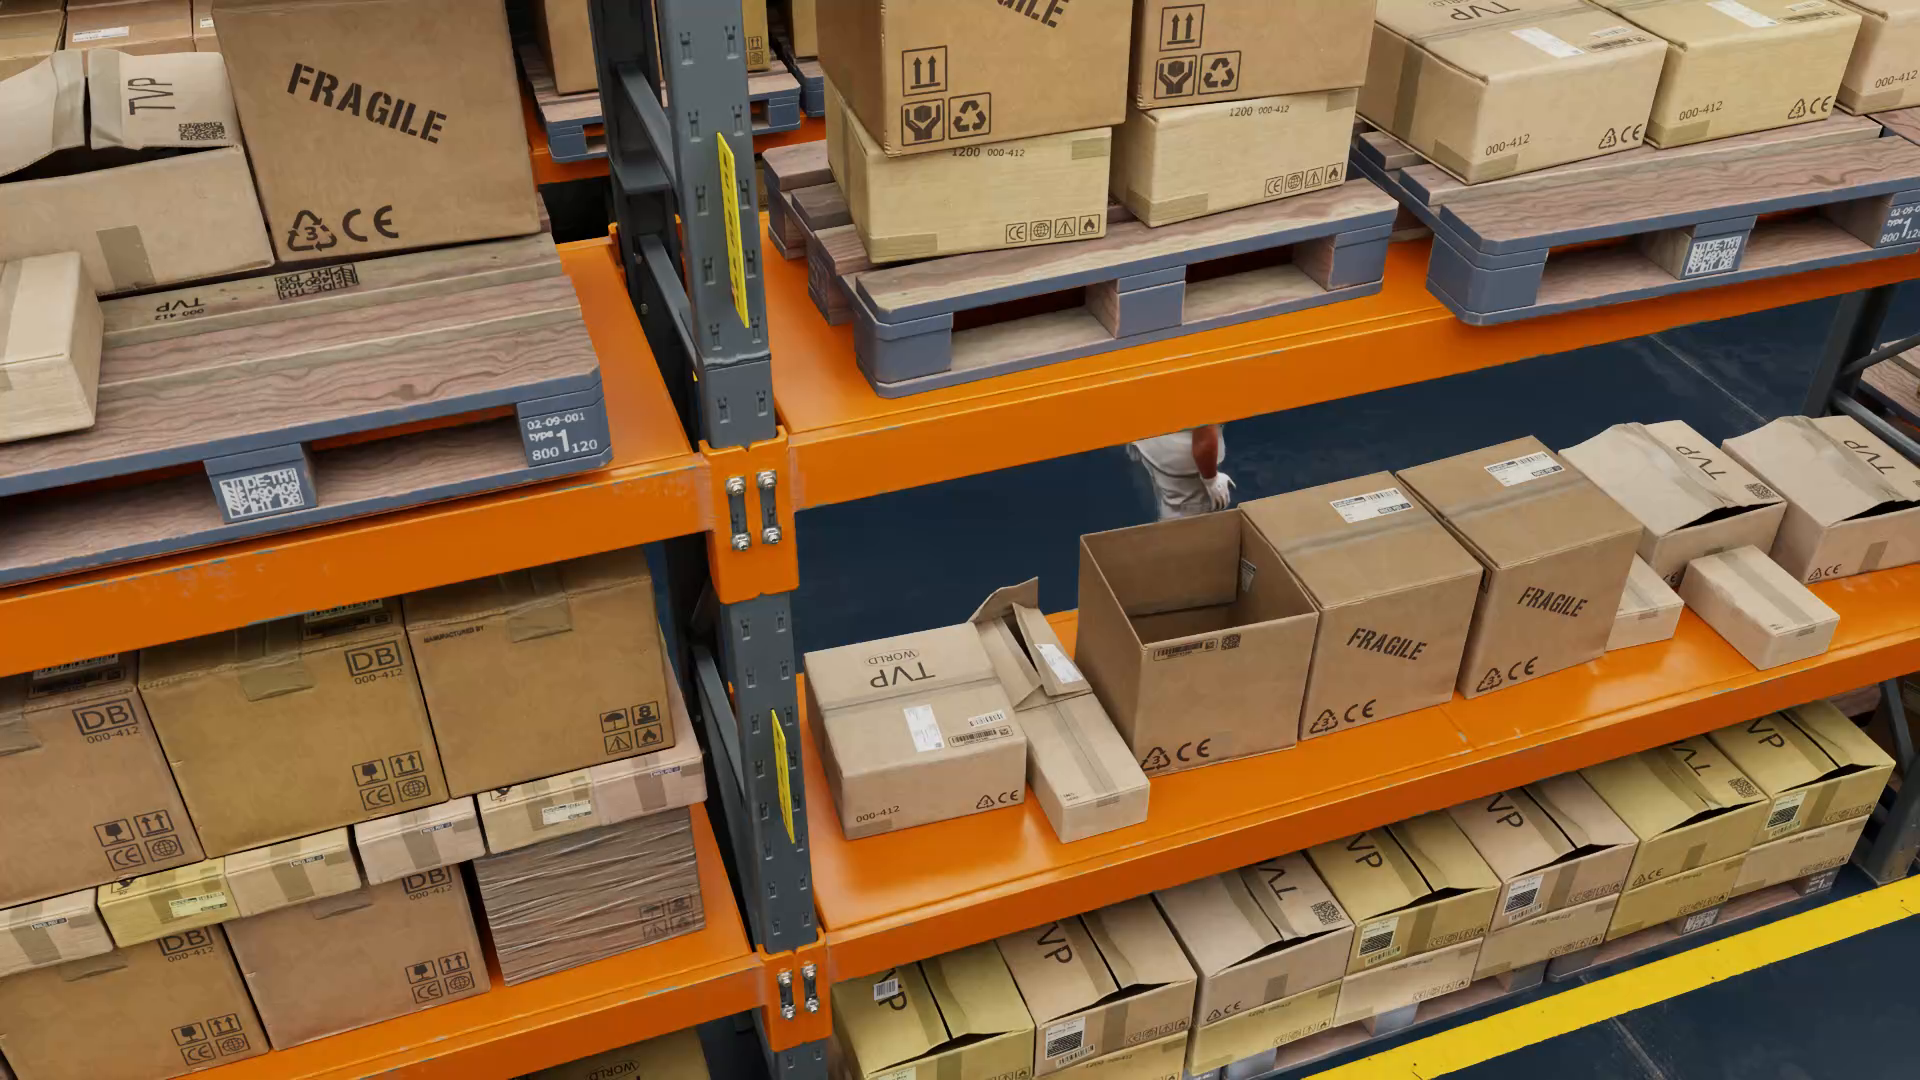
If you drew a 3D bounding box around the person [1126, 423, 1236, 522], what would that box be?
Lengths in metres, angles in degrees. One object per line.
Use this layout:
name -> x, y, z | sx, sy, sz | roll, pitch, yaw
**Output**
person -> 0.942, -0.369, 6.604 | 0.625, 1.786, 0.562 | -15, 40, -19
